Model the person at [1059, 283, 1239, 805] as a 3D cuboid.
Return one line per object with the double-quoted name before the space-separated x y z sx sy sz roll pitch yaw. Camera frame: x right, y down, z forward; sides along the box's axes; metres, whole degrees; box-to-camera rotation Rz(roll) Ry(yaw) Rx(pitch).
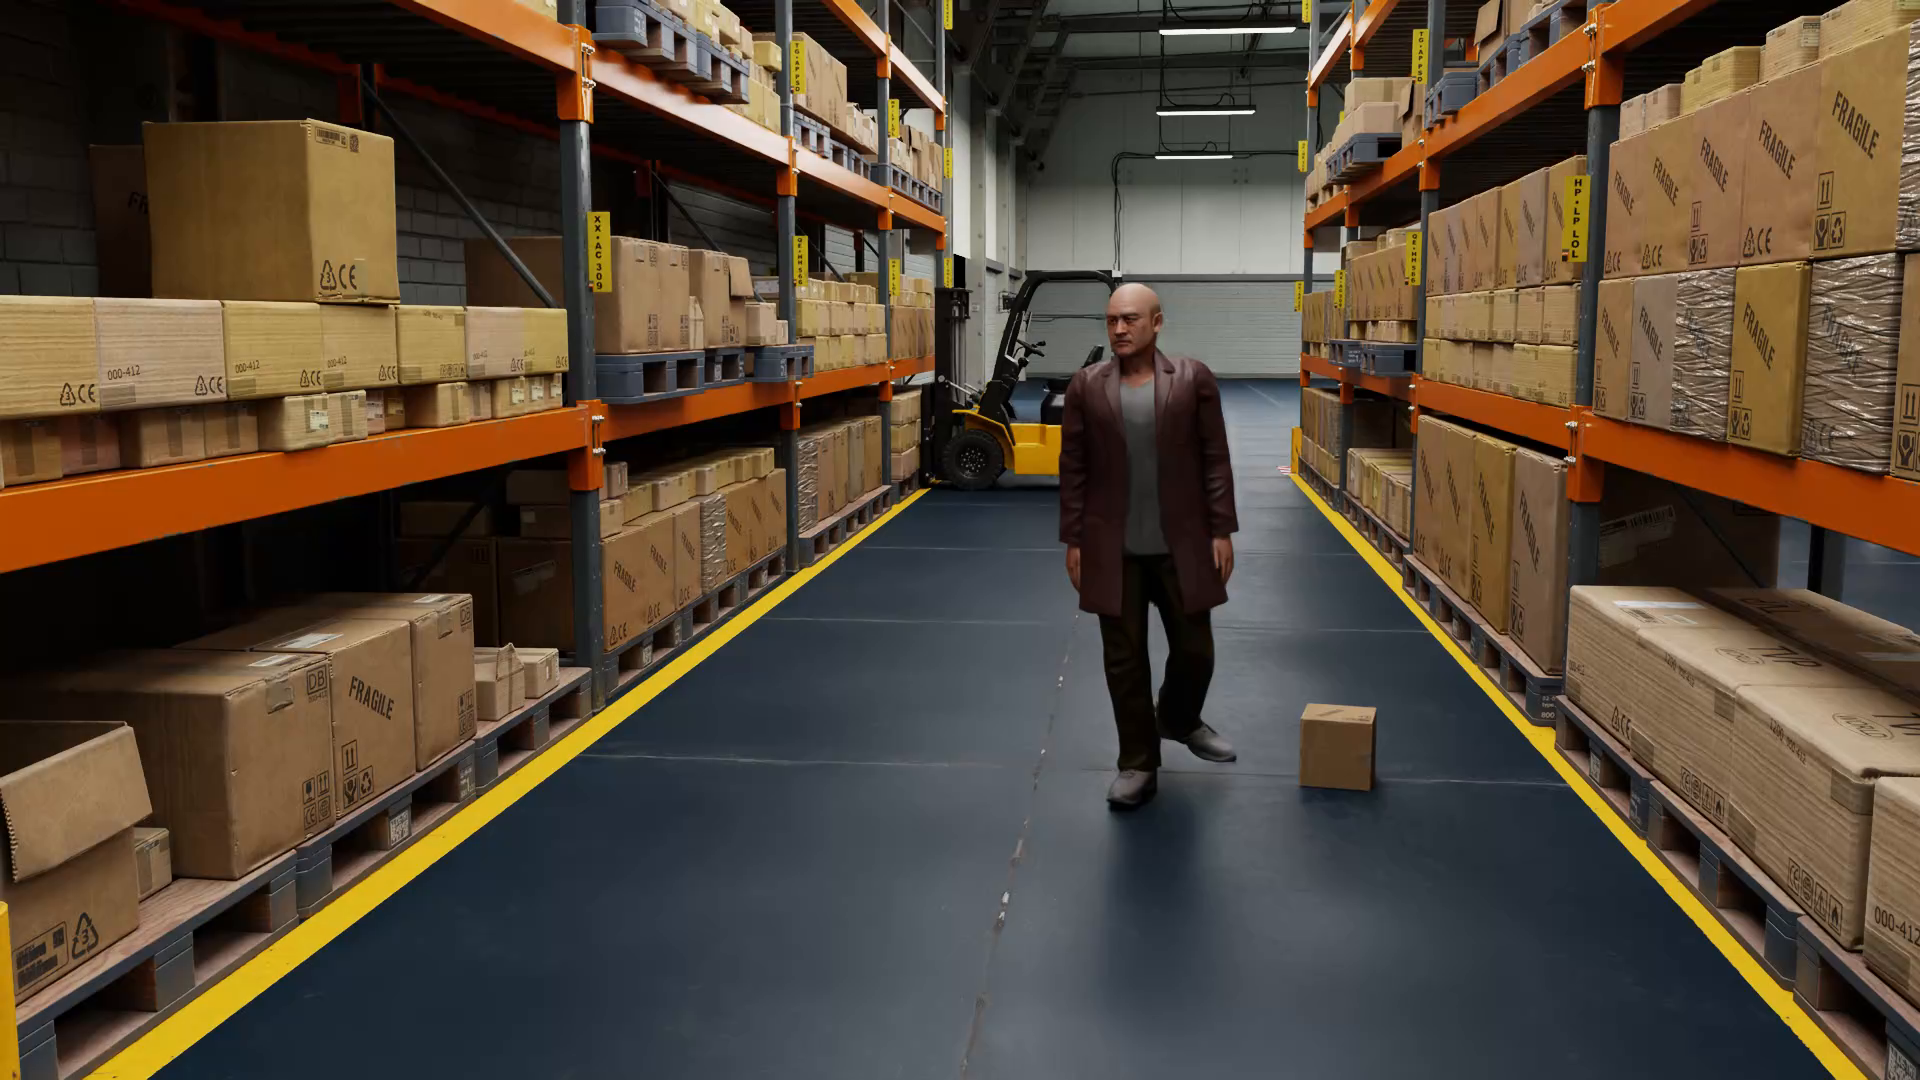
"person" 0.659 0.005 5.787 0.630 1.771 0.592 1 8 9
